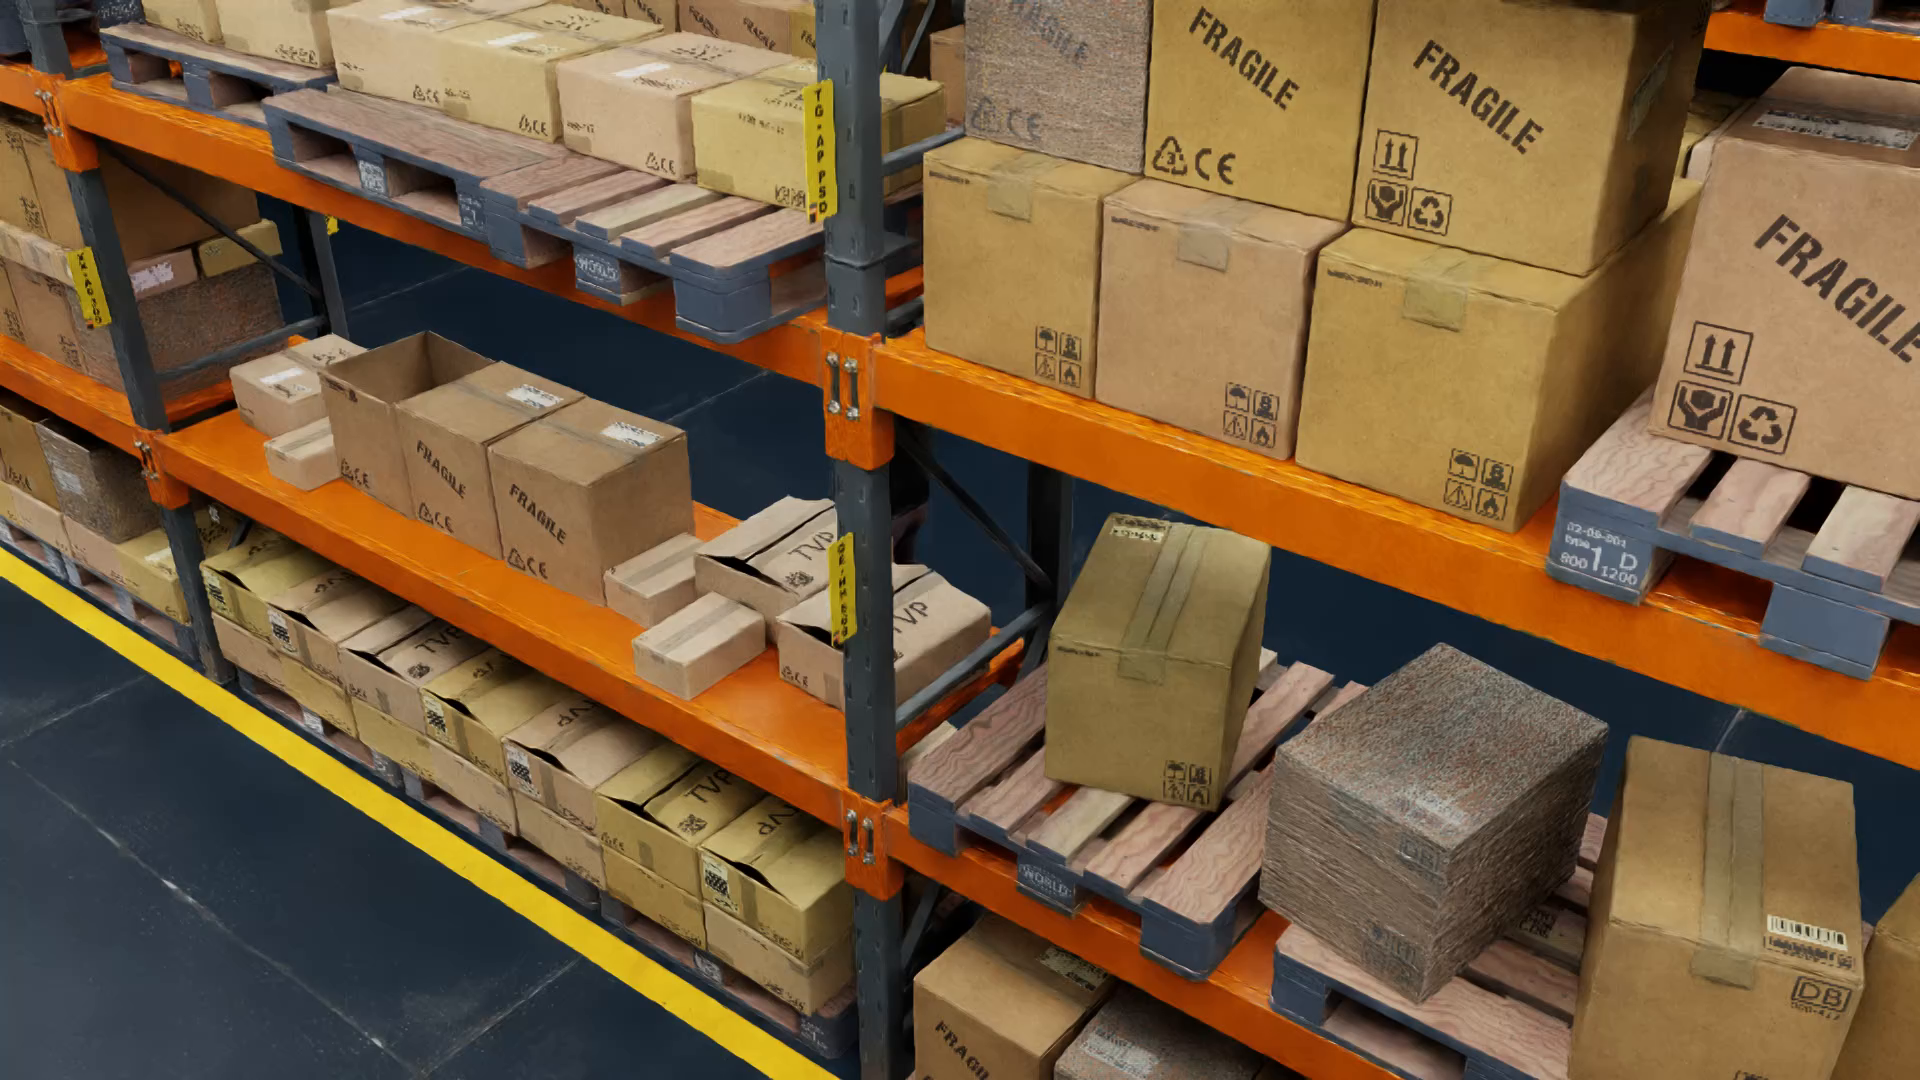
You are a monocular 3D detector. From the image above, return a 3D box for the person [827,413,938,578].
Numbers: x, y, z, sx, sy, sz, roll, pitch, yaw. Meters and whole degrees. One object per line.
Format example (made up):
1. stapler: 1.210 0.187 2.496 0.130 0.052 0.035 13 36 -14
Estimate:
1. person: -0.330 -0.147 7.439 0.509 1.682 0.673 20 36 30
